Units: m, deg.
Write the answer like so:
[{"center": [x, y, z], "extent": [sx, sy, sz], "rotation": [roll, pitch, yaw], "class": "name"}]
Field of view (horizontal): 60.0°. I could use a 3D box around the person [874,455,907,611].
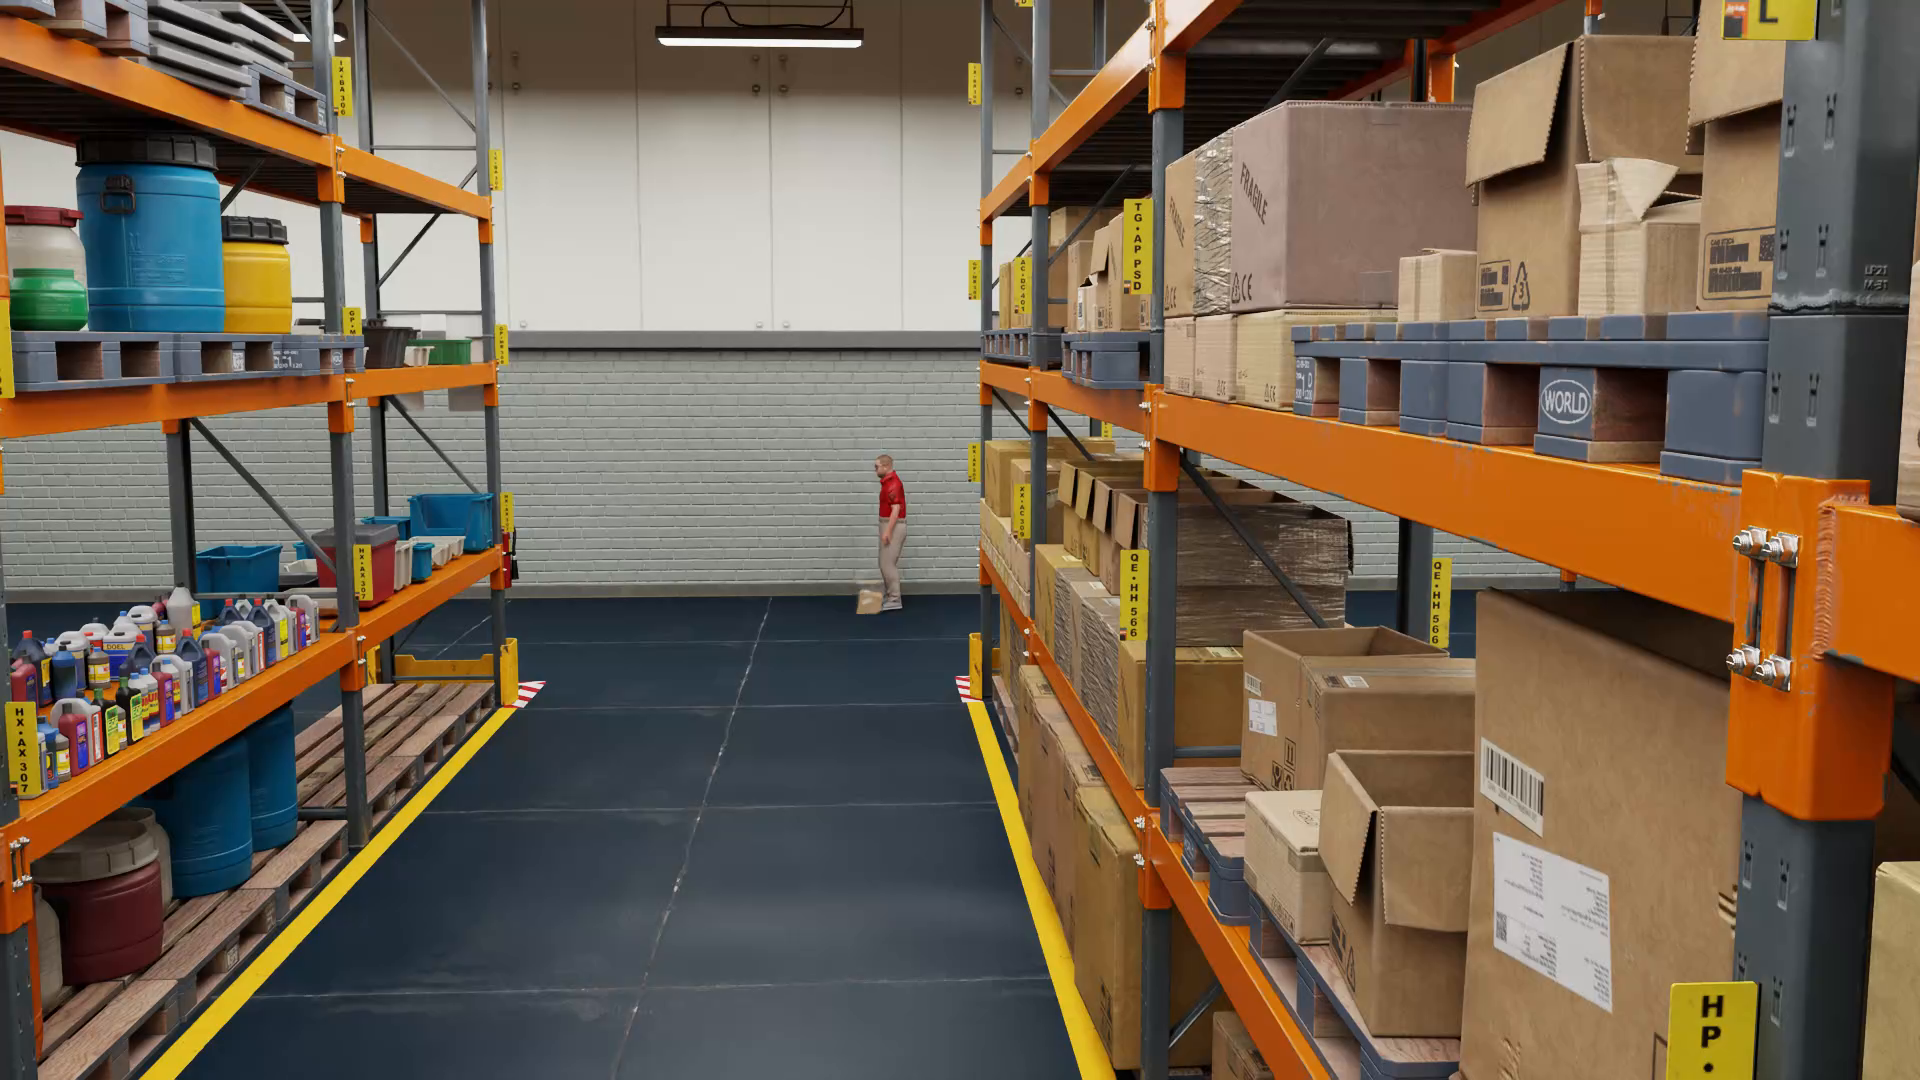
[{"center": [-0.790, -0.093, 18.574], "extent": [0.390, 1.727, 0.576], "rotation": [-1, 7, -6], "class": "person"}]
